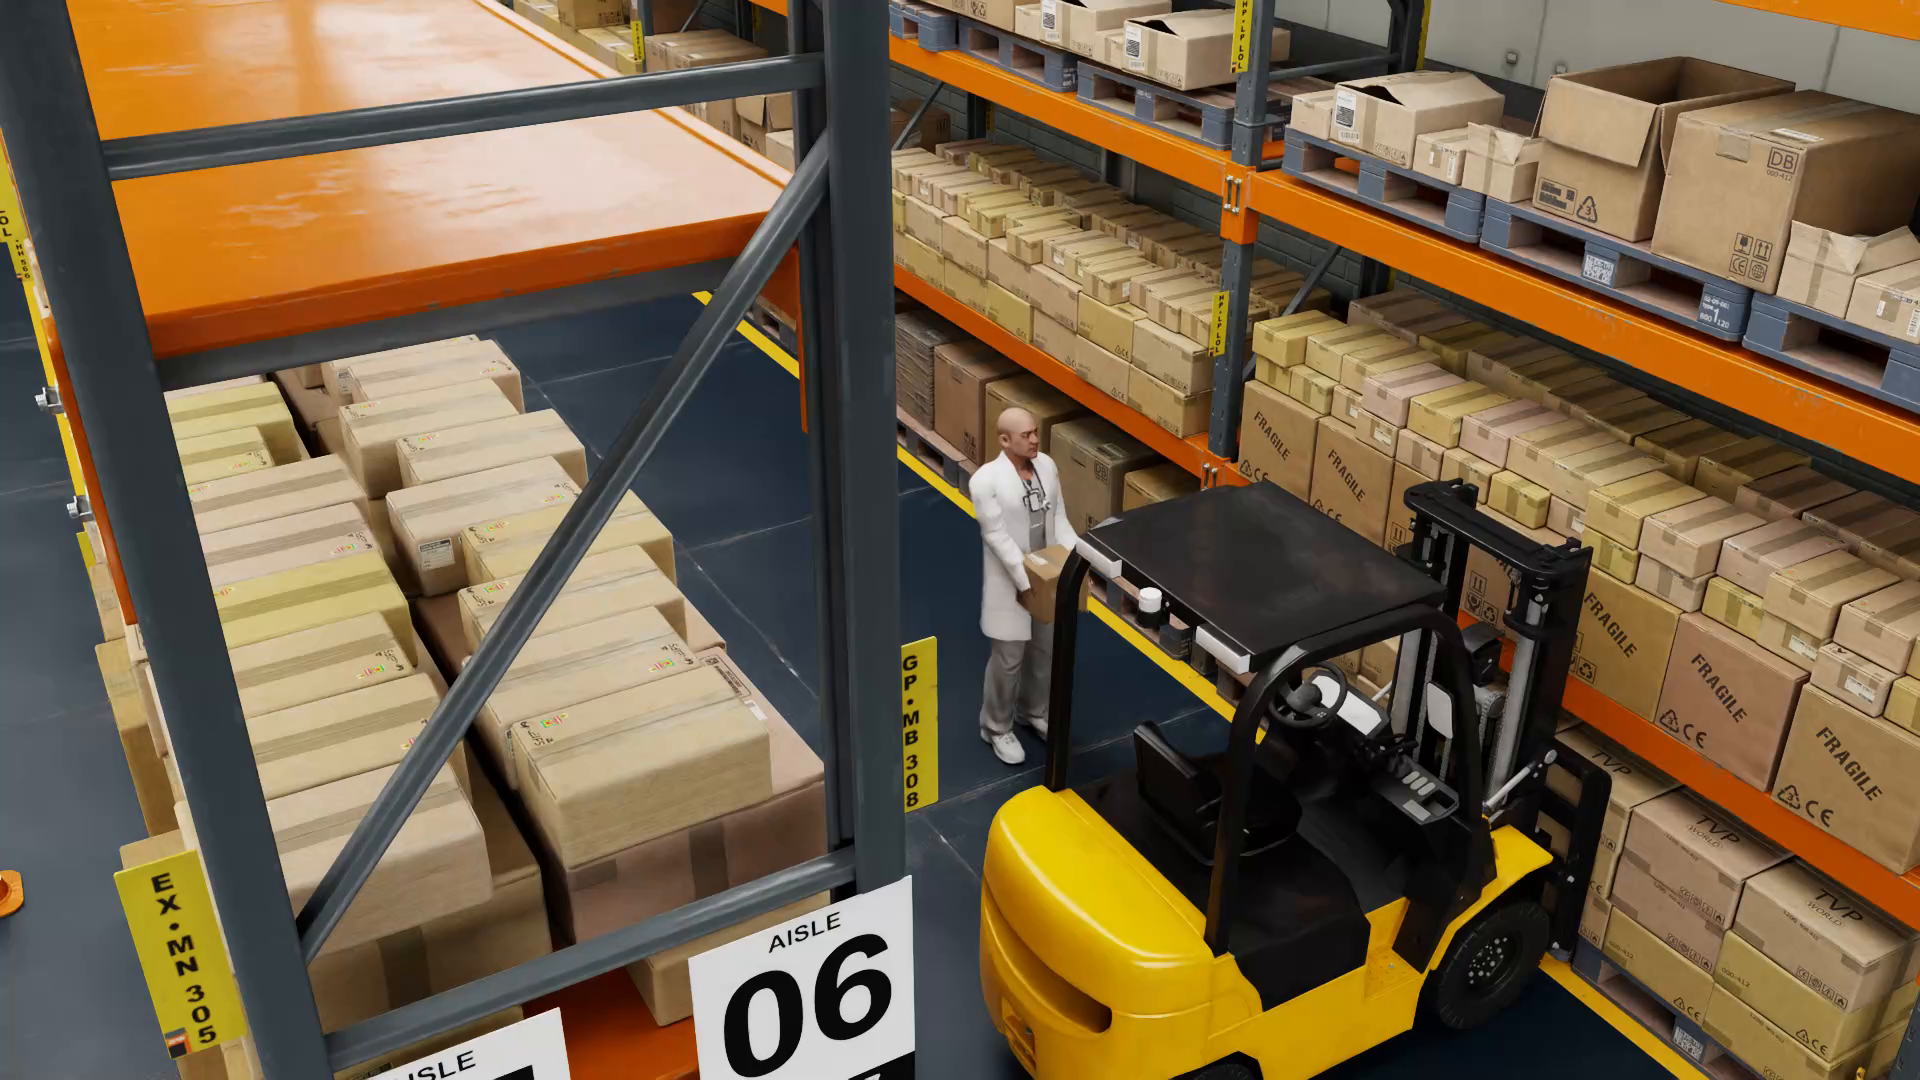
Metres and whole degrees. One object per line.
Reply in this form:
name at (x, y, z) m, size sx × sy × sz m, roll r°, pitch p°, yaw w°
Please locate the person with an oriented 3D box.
person at (0.362, 0.231, 8.159) m, size 0.543 × 1.779 × 0.550 m, roll -24°, pitch 36°, yaw -36°
